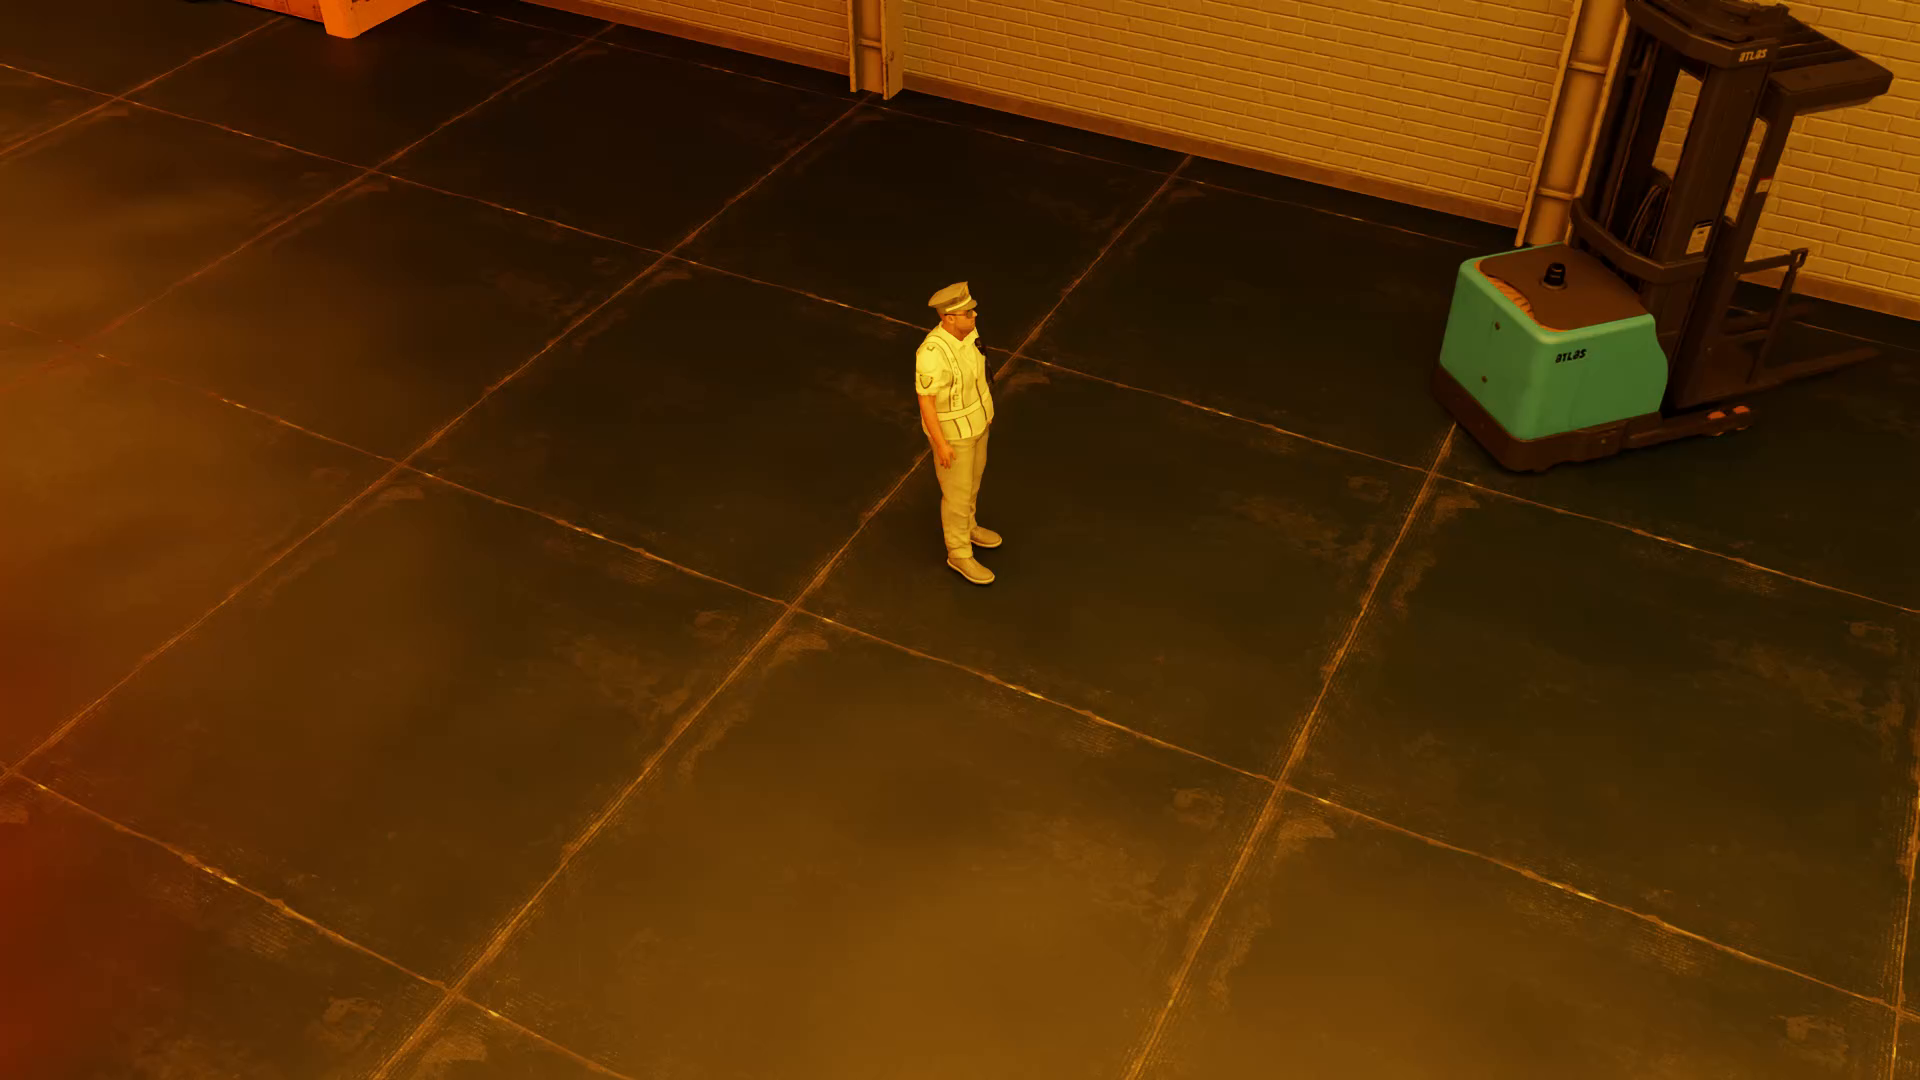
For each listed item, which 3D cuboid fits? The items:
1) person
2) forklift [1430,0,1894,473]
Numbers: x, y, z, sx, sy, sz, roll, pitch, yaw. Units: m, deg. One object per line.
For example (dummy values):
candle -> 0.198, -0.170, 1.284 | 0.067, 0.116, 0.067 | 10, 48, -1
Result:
person -> 0.064, -0.658, 9.647 | 0.574, 1.781, 0.641 | 18, 43, 21
forklift -> 4.787, -2.123, 10.508 | 3.031, 2.935, 1.130 | -12, 42, -14
